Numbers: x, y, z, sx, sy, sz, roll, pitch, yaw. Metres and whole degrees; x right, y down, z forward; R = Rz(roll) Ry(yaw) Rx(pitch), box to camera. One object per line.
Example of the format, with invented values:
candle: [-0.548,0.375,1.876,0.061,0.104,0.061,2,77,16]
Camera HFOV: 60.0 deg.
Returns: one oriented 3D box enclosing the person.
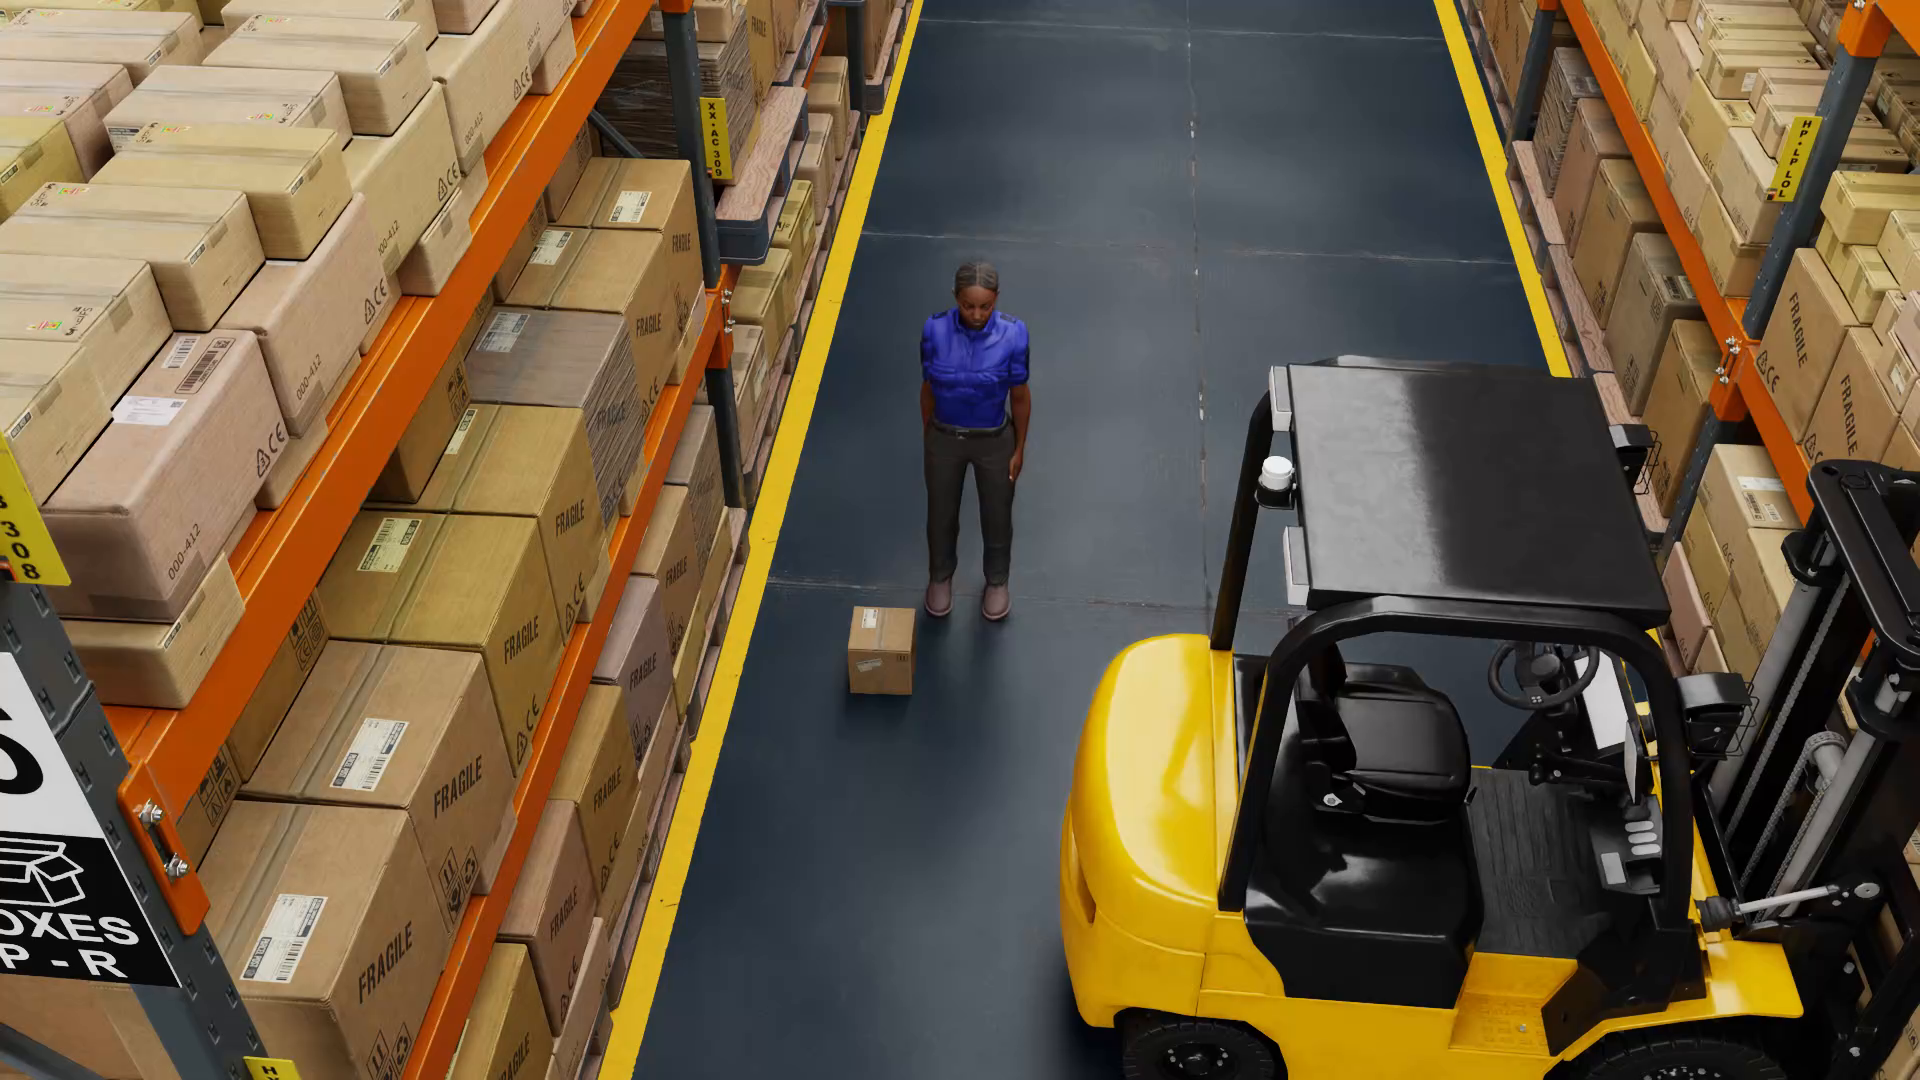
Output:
person: [0.058,-0.382,6.615,0.437,1.657,0.300,4,40,5]
